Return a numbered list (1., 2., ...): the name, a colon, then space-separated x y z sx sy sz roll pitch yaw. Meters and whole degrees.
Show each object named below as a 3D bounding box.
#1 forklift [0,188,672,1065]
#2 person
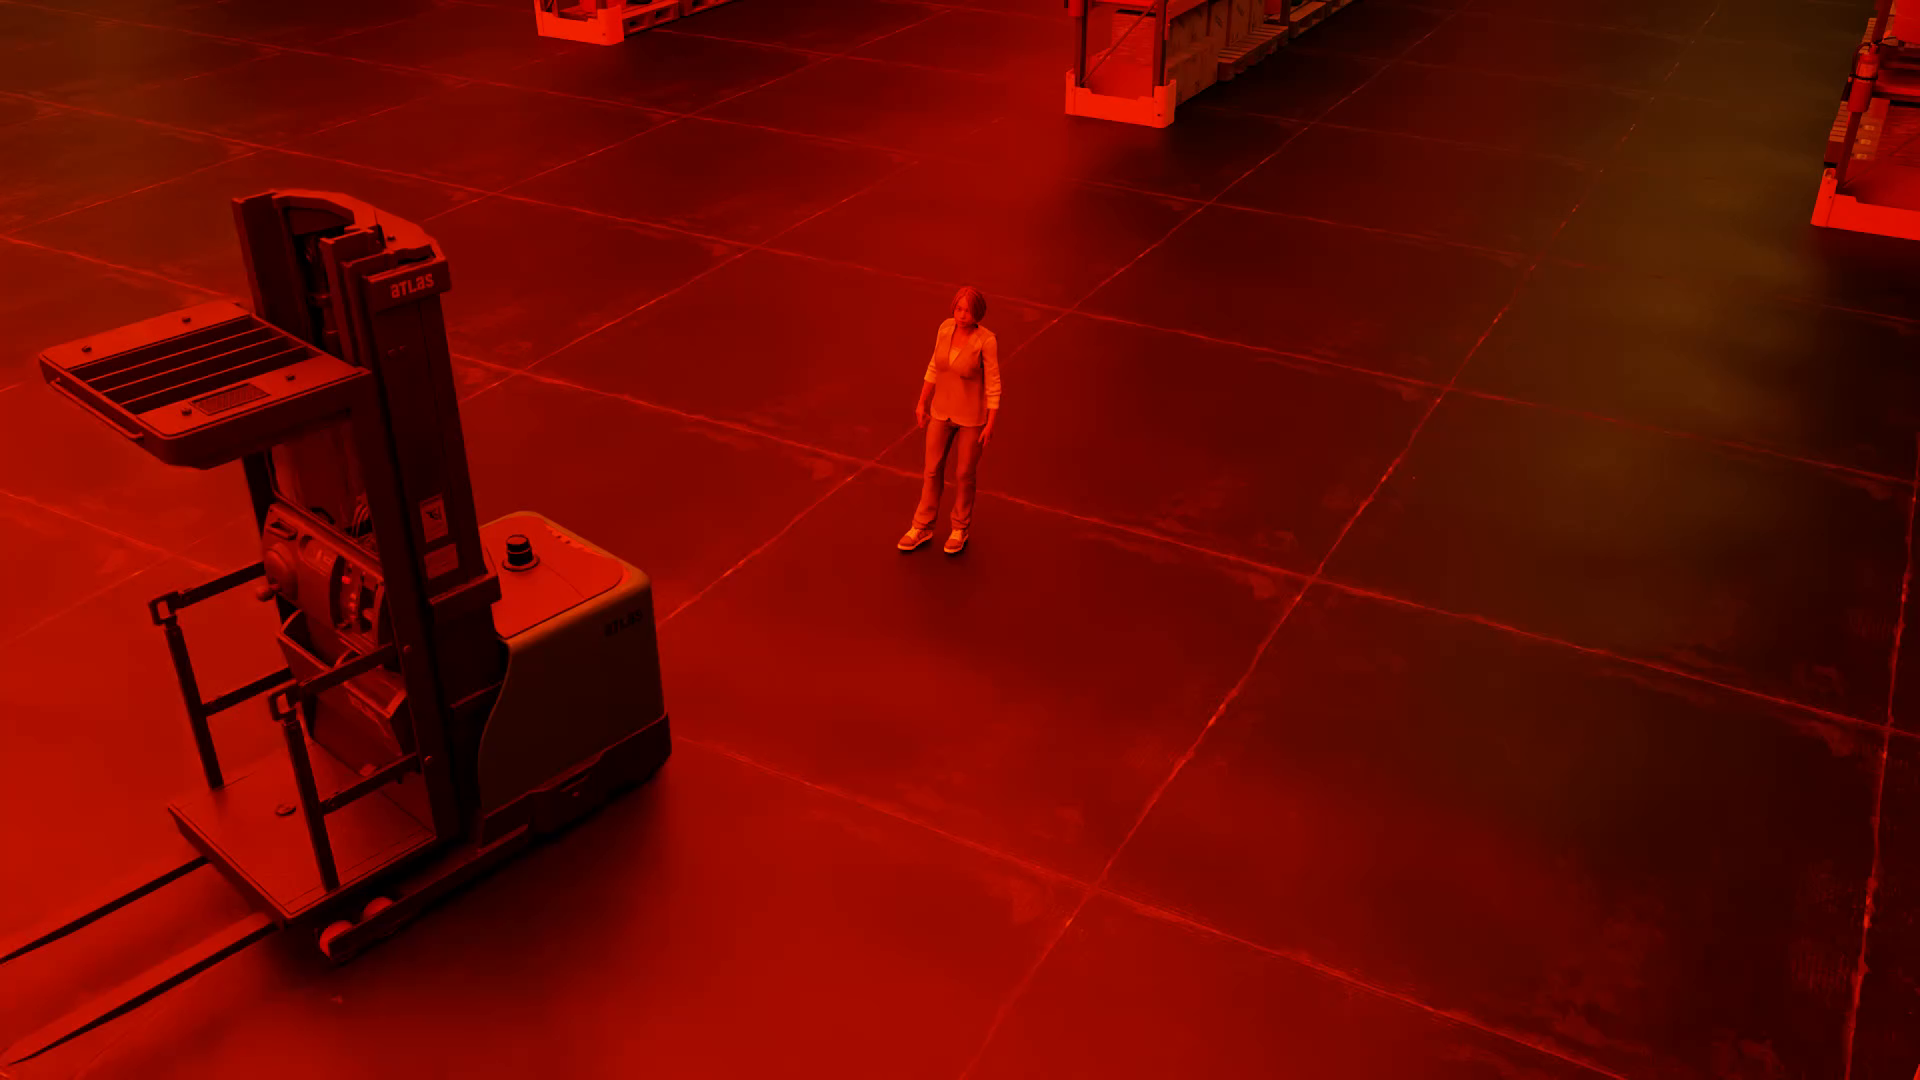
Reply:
1. forklift: -2.763 0.202 6.721 1.130 2.935 3.031 24 38 36
2. person: -0.049 -0.669 9.549 0.520 1.599 0.473 15 33 25
